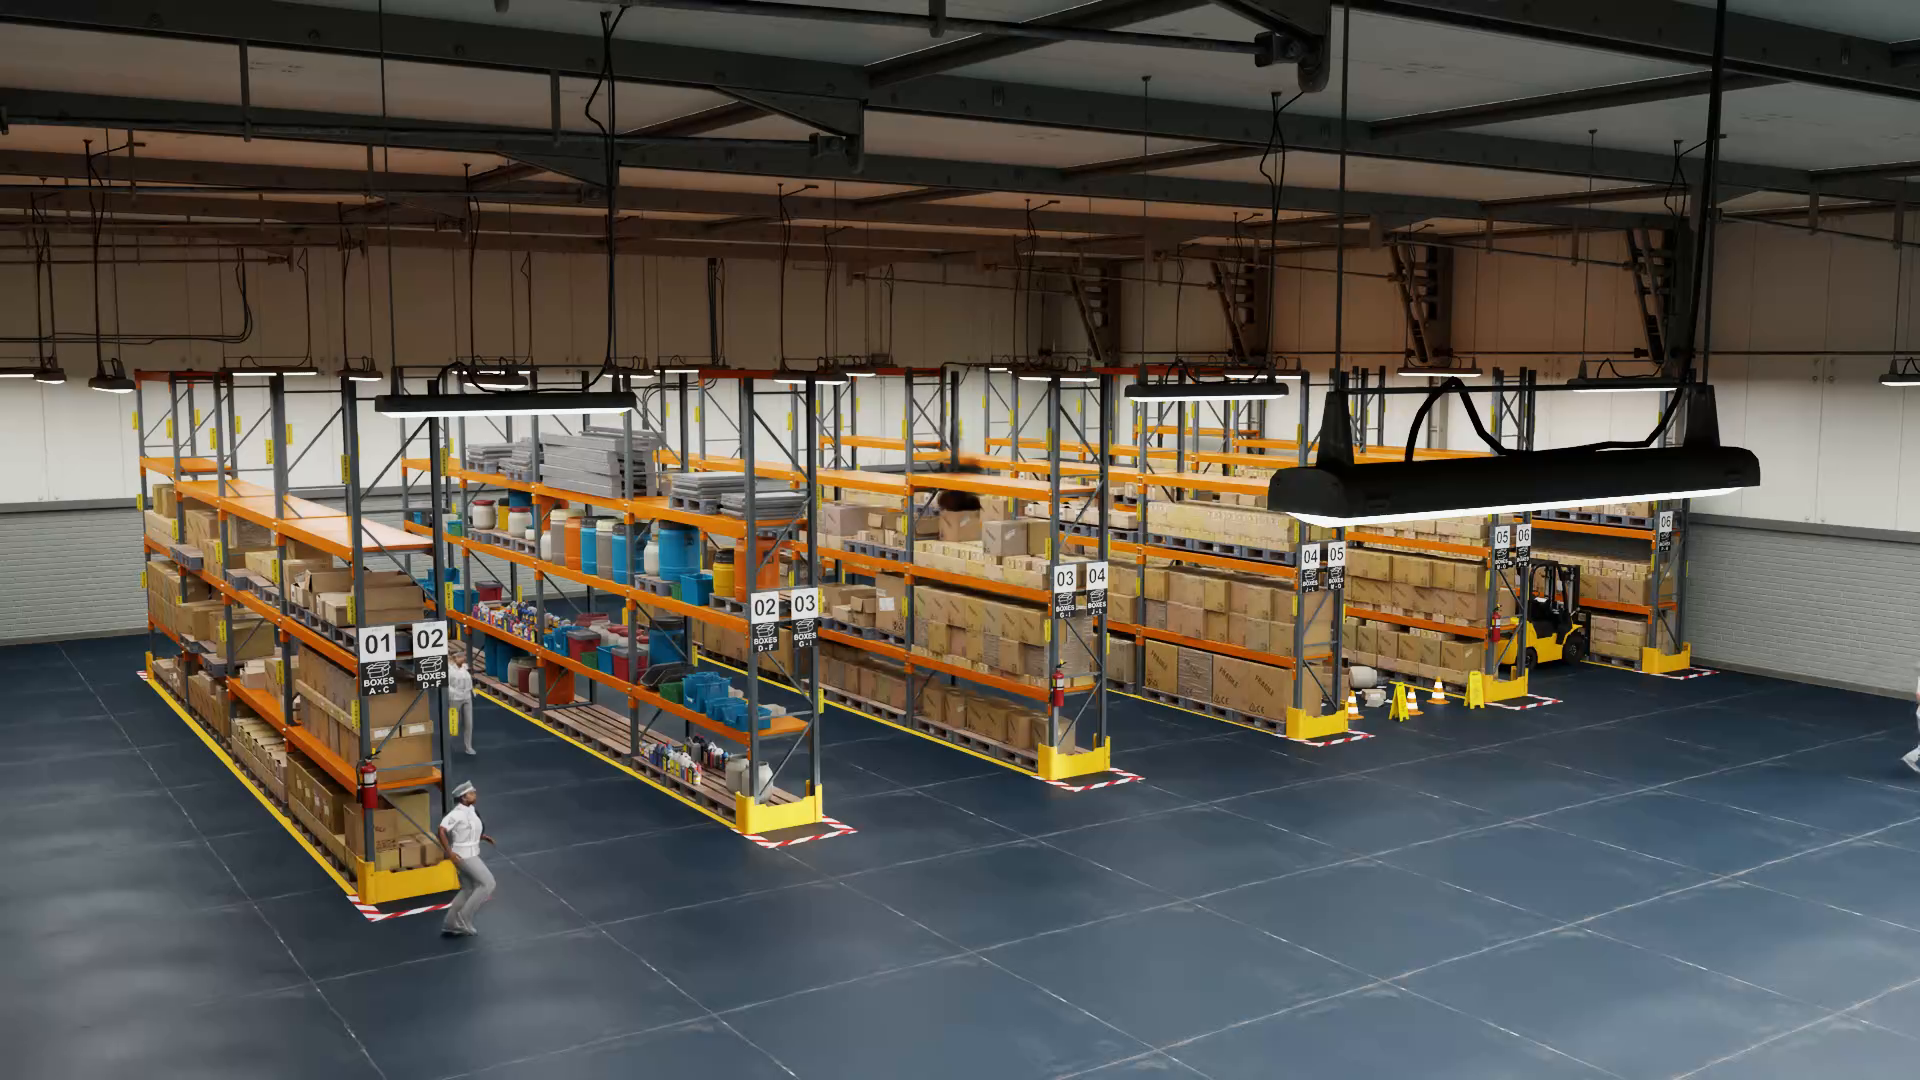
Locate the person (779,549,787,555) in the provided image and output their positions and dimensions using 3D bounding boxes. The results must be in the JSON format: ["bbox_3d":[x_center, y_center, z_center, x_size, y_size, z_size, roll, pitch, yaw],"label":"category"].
[{"bbox_3d":[-4.239,1.063,39.477,0.608,1.692,0.787,-1,7,-9],"label":"person"}]

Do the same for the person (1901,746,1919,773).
[{"bbox_3d":[14.497,2.677,24.654,0.805,1.787,0.670,2,7,17],"label":"person"}]

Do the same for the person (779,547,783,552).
[{"bbox_3d":[-4.505,0.918,40.380,0.732,1.714,0.563,2,7,19],"label":"person"}]

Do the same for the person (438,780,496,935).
[{"bbox_3d":[-5.375,3.457,18.184,0.602,1.646,0.590,-1,7,-9],"label":"person"}]

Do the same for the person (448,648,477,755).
[{"bbox_3d":[-7.902,2.526,26.292,0.890,1.664,0.618,6,9,44],"label":"person"}]
